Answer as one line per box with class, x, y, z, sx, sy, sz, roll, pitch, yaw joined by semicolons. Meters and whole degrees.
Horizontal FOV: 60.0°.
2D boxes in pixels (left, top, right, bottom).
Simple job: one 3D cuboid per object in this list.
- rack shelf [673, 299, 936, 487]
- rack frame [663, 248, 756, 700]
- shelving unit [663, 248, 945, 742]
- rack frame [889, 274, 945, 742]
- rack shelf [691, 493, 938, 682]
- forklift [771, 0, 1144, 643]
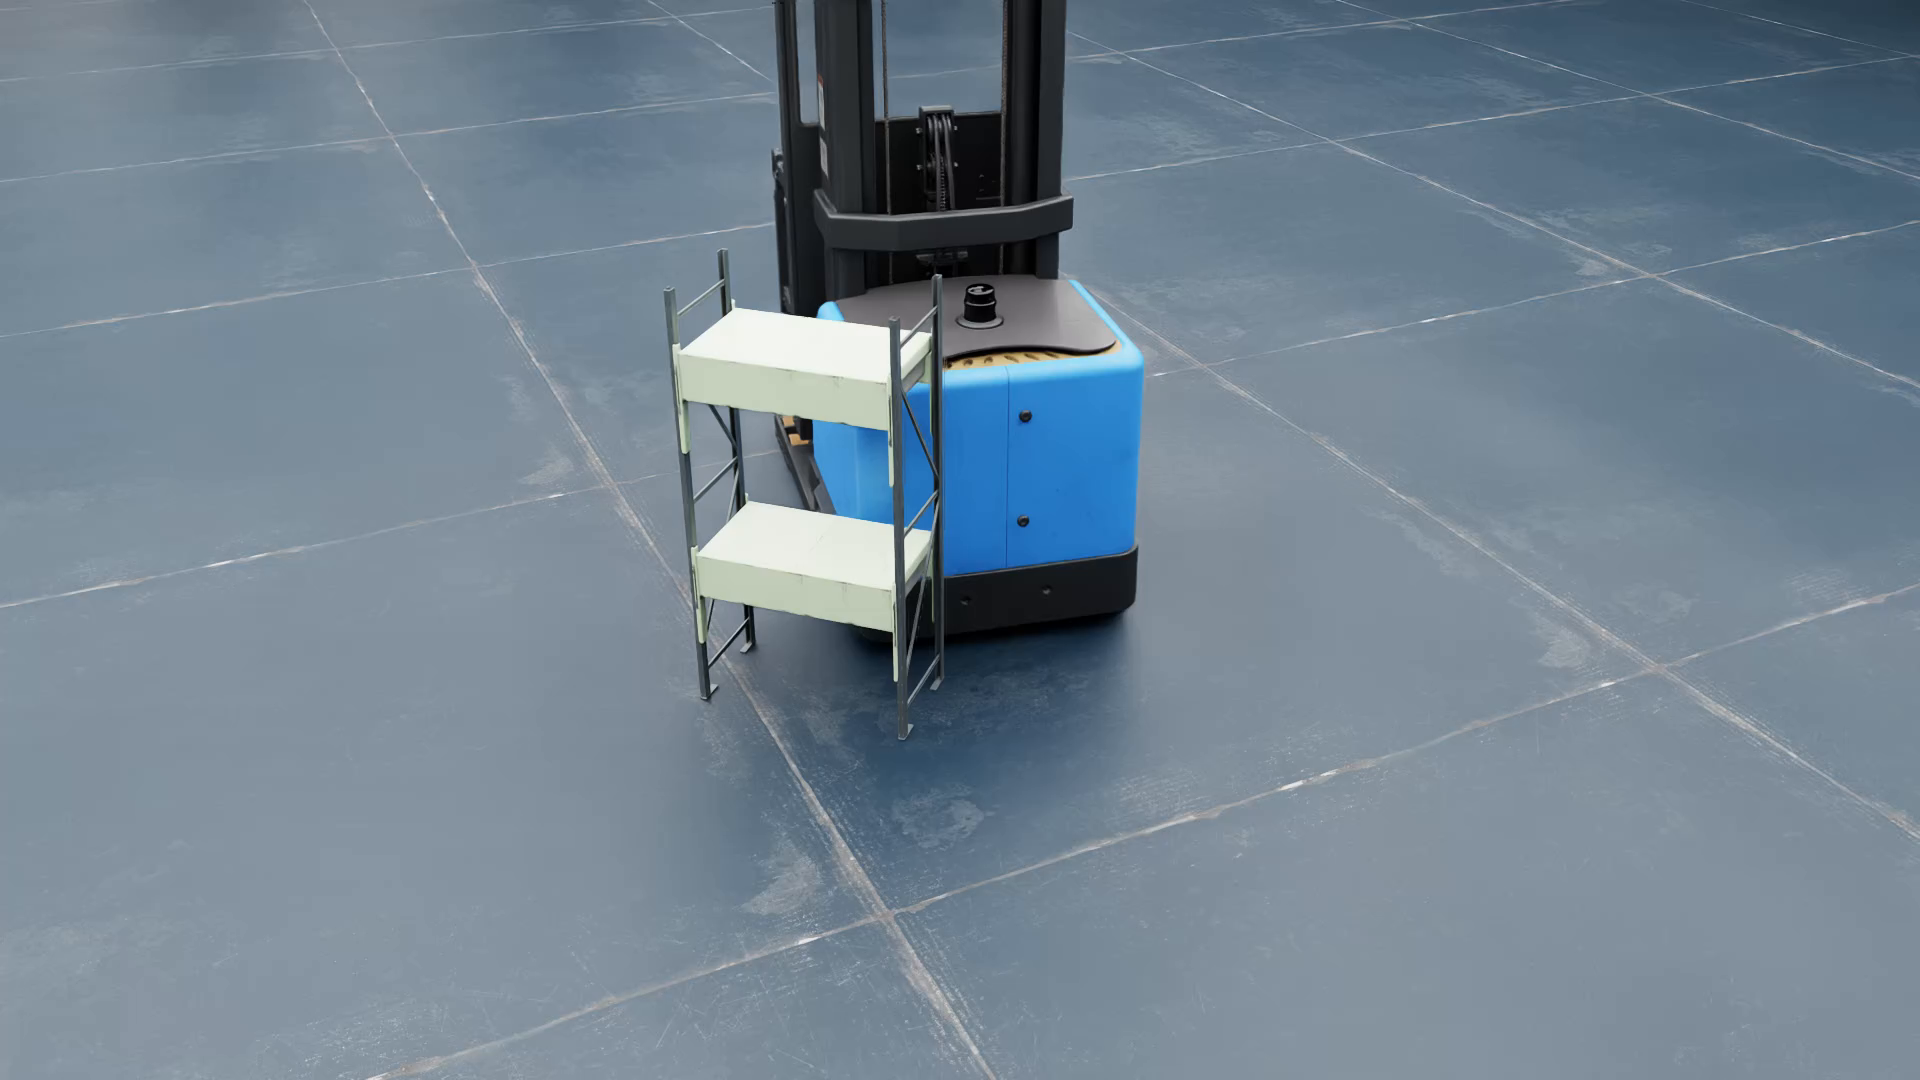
rack shelf;-0.477;-0.475;5.265;0.720;0.370;0.431;10;31;17
rack frame;-0.823;-0.193;5.560;0.023;1.500;0.400;10;31;17
shelving unit;-0.477;-0.134;5.456;0.755;1.500;0.431;10;31;17
rack frame;-0.131;-0.076;5.352;0.023;1.500;0.400;10;31;17
rack shelf;-0.477;0.150;5.615;0.720;0.370;0.431;10;31;17
forklift;-0.205;-1.617;6.637;1.130;2.935;3.031;-7;30;-12
